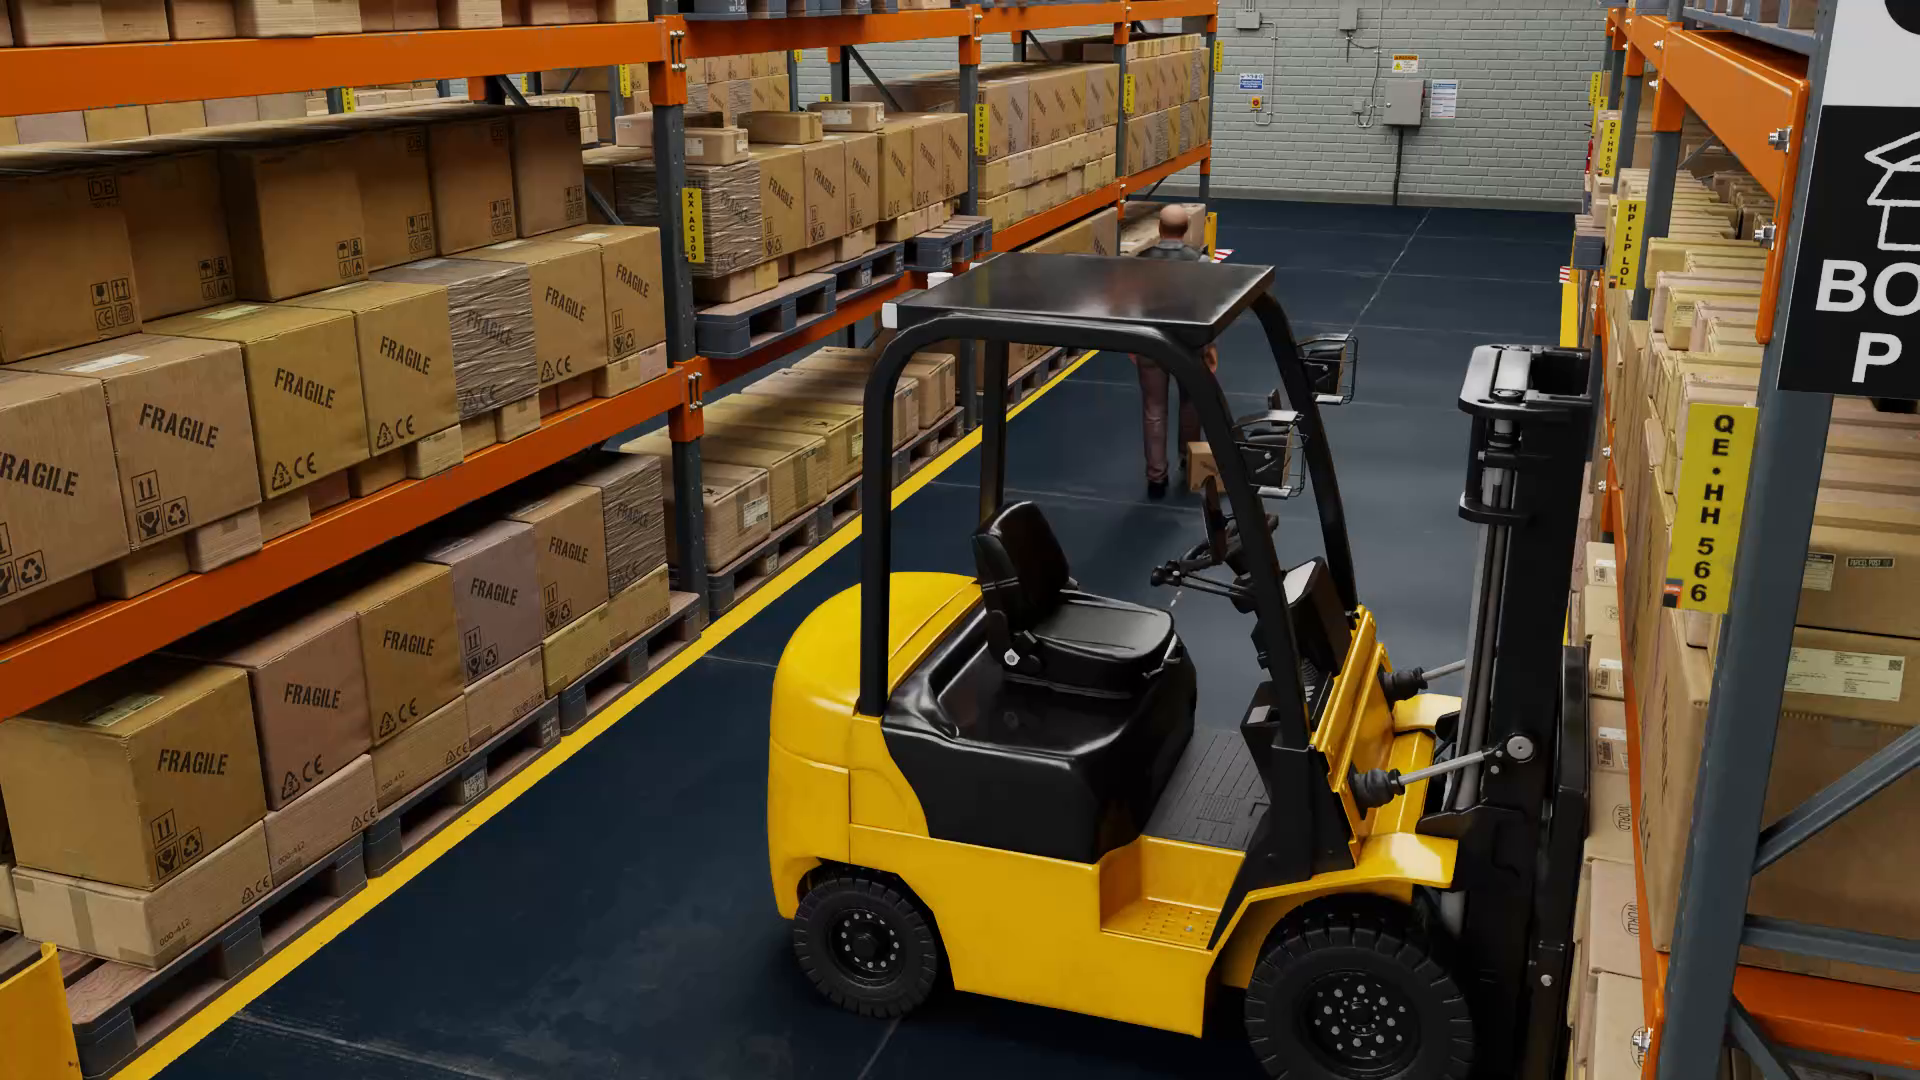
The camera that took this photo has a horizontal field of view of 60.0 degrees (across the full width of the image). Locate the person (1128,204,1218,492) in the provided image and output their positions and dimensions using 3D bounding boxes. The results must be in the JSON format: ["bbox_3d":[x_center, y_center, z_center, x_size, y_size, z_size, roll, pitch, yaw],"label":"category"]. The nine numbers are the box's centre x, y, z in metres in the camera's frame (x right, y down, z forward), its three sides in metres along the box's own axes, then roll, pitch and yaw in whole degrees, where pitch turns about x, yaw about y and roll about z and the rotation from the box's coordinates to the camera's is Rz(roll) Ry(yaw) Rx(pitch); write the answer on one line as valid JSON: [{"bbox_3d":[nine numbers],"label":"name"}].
[{"bbox_3d":[1.280,-1.177,10.126,0.590,1.729,0.828,3,19,9],"label":"person"}]
